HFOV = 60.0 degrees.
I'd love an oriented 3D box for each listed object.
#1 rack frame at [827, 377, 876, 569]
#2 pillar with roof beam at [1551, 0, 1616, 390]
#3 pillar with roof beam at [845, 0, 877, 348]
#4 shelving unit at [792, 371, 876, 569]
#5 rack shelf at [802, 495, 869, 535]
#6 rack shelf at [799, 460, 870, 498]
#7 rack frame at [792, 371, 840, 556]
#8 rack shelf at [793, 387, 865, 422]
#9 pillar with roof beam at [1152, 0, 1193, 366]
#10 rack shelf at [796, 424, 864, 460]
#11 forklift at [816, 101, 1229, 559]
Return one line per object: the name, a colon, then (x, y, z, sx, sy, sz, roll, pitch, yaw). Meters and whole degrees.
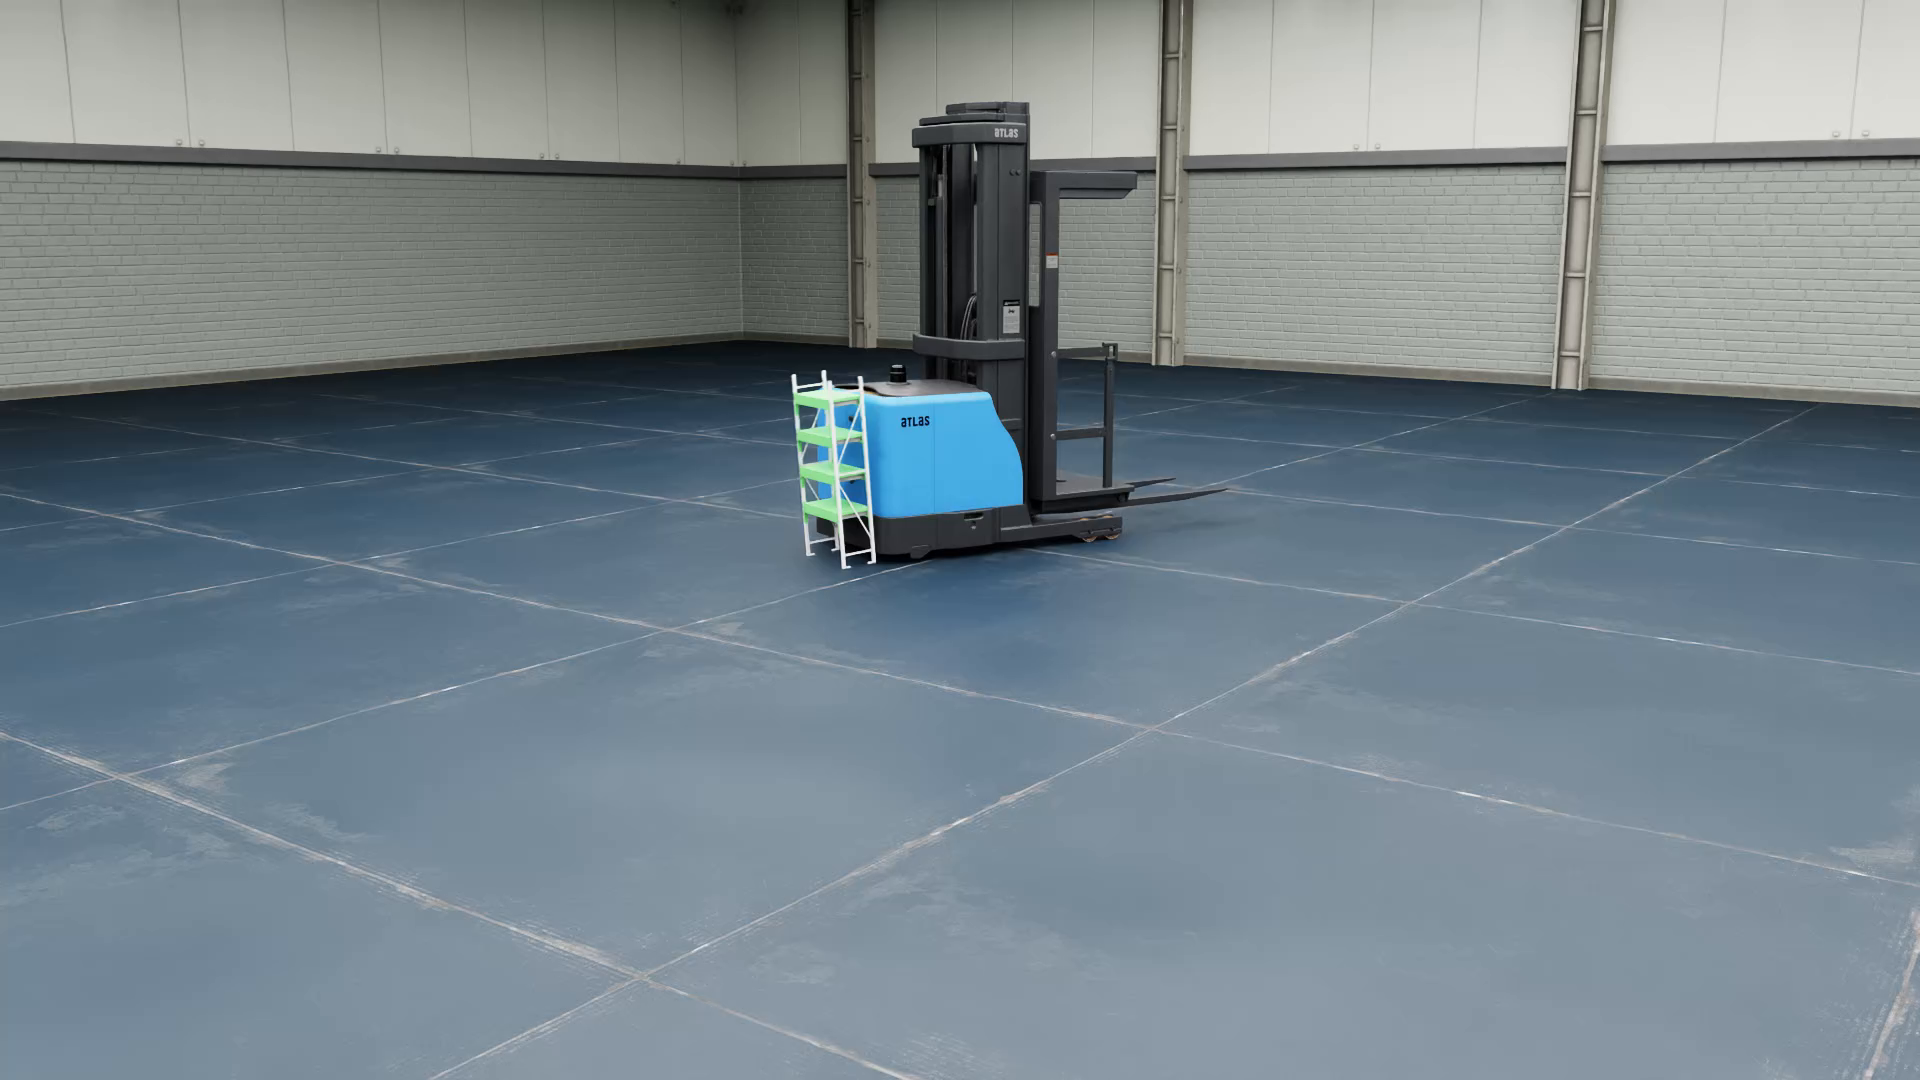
rack frame: (-0.681, -0.421, 10.502, 0.240, 1.200, 0.015, -12, 15, -31)
pillar with roof beam: (5.450, -5.748, 17.550, 0.400, 9.000, 9.100, 8, 13, 36)
pillar with roof beam: (-4.222, -7.097, 24.524, 0.400, 9.000, 9.100, 8, 13, 36)
shelving unit: (-0.813, -0.460, 10.704, 0.258, 1.200, 0.503, -12, 15, -31)
rack shelf: (-0.794, -0.165, 10.773, 0.258, 0.148, 0.480, -12, 15, -31)
rack shelf: (-0.809, -0.398, 10.718, 0.258, 0.148, 0.480, -12, 15, -31)
rack frame: (-0.944, -0.499, 10.906, 0.240, 1.200, 0.015, -12, 15, -31)
rack shelf: (-0.838, -0.865, 10.610, 0.258, 0.148, 0.480, -12, 15, -31)
pillar with roof beam: (0.614, -6.423, 21.037, 0.400, 9.000, 9.100, 8, 13, 36)
rack shelf: (-0.823, -0.631, 10.664, 0.258, 0.148, 0.480, -12, 15, -31)
forklift: (0.535, -1.502, 11.579, 3.031, 2.935, 1.130, -7, 13, -31)
